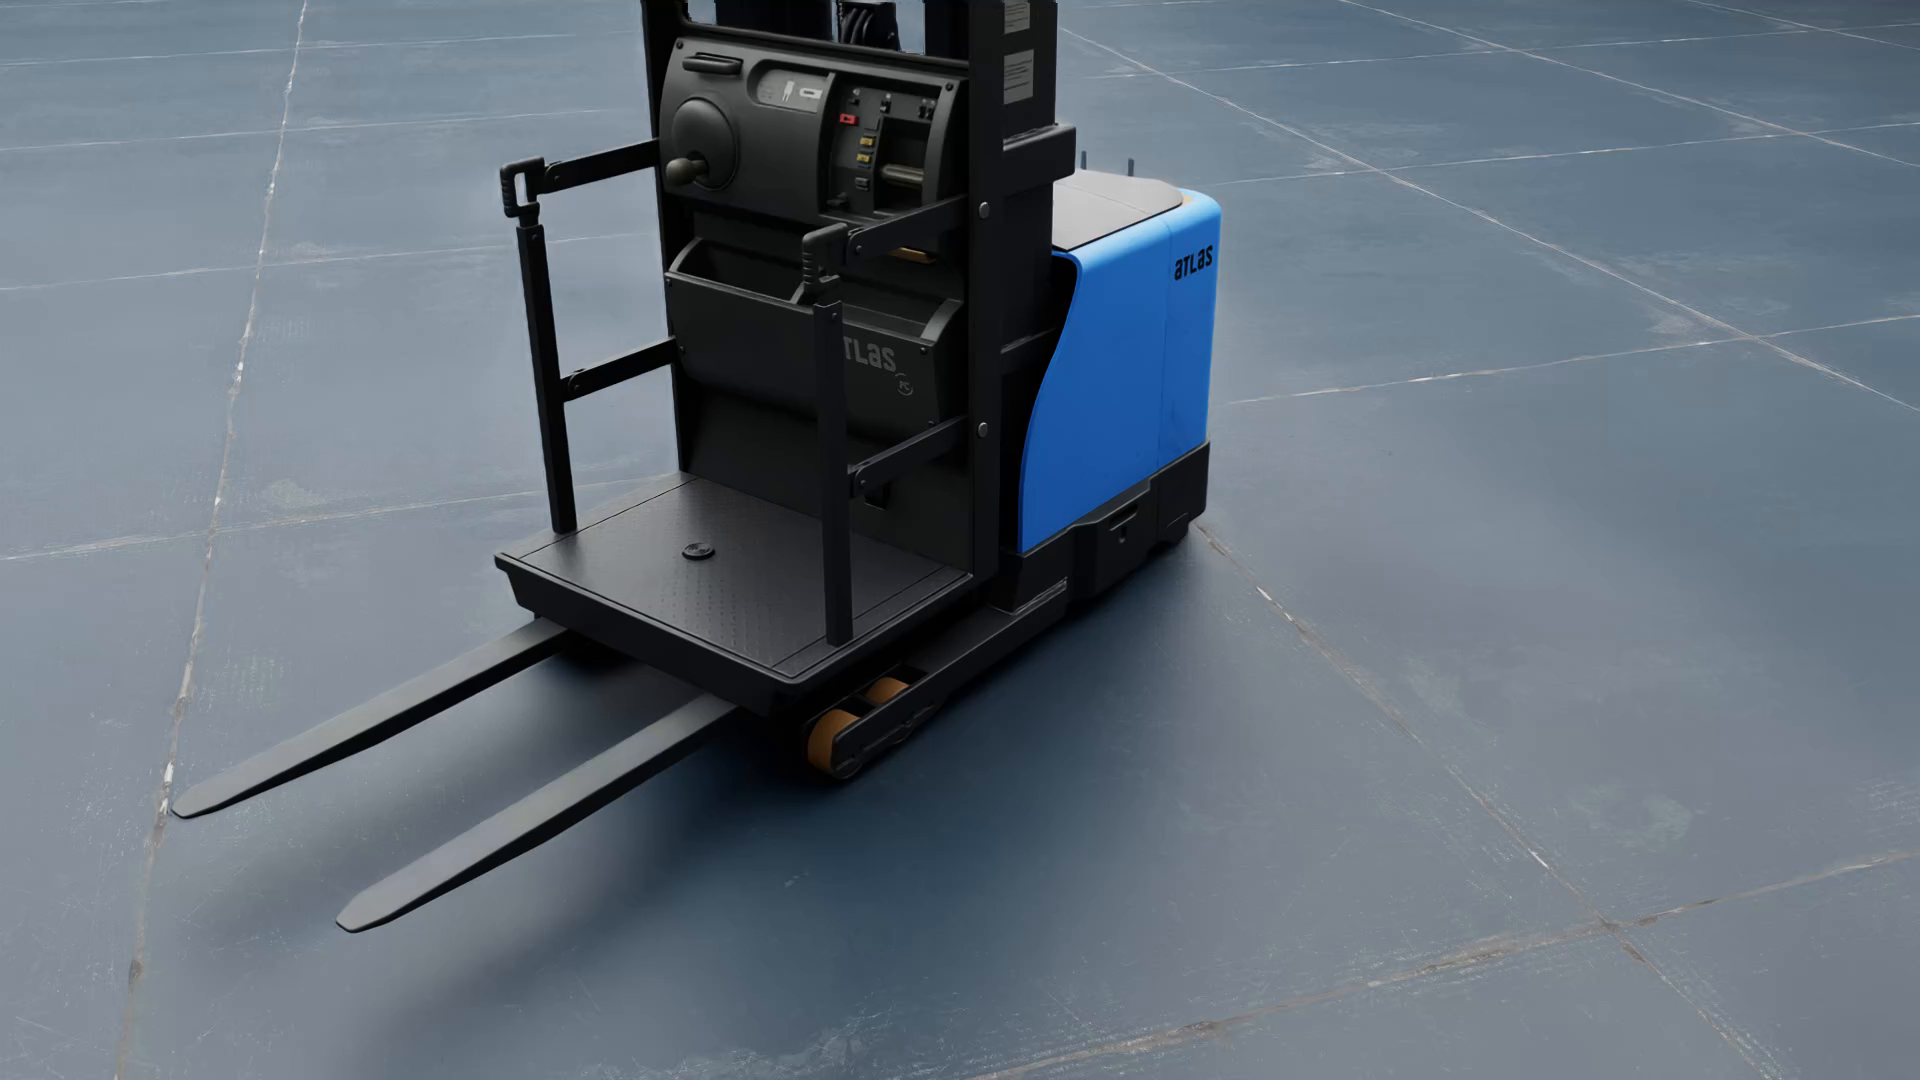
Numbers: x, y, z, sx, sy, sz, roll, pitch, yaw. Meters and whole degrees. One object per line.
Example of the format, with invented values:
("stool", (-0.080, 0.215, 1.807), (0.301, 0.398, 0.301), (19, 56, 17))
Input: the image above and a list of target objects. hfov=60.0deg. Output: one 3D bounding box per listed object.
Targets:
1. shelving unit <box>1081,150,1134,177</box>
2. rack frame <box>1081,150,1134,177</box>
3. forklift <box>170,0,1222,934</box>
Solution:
("shelving unit", (0.406, -0.742, 5.564), (0.215, 1.050, 0.252), (19, 32, 33))
("rack frame", (0.480, -0.785, 5.650), (0.200, 1.050, 0.008), (19, 32, 33))
("forklift", (-0.515, -0.977, 3.921), (1.130, 2.935, 3.031), (19, 32, 33))
